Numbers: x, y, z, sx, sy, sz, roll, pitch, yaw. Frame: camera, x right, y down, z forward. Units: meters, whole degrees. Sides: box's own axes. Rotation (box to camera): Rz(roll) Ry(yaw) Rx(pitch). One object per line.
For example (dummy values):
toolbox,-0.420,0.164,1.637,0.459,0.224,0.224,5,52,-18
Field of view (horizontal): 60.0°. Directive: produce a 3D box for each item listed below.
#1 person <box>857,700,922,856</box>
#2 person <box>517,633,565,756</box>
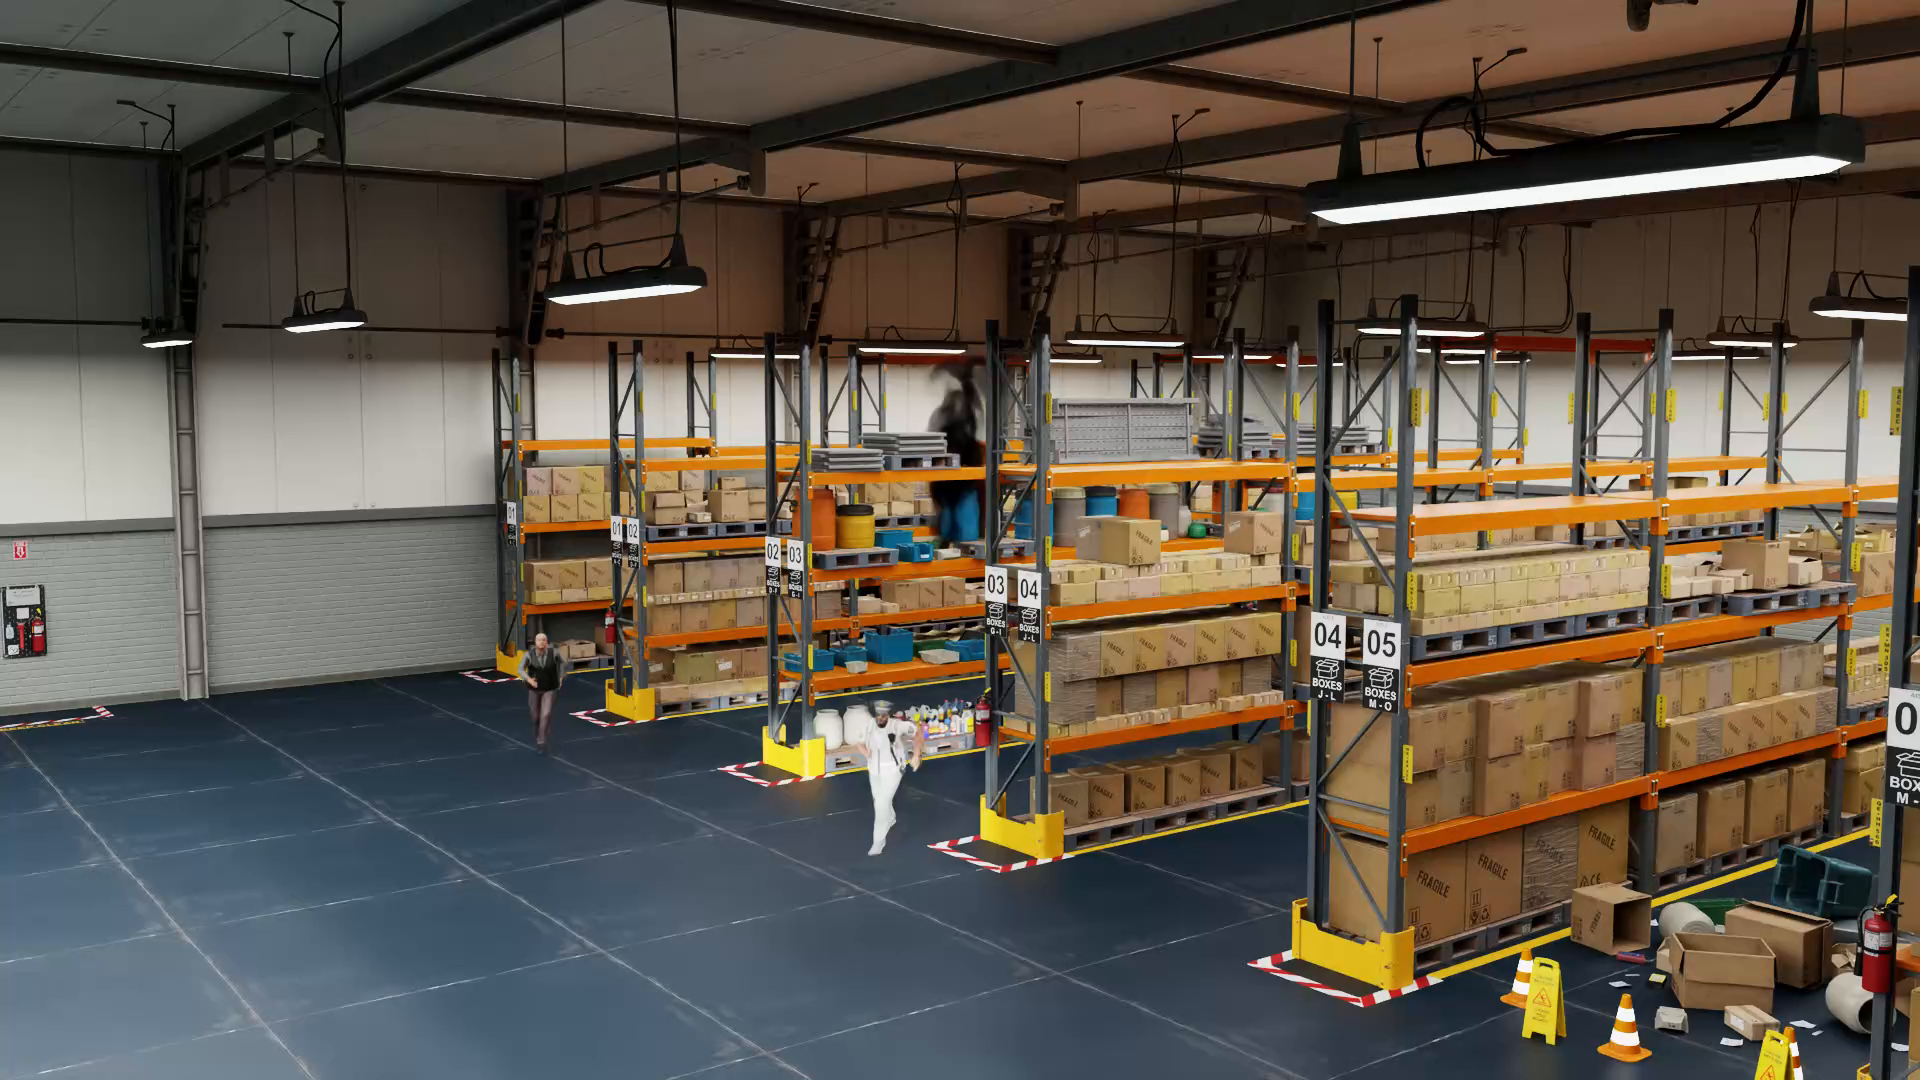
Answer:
person,-0.791,2.664,18.976,0.723,1.784,0.910,2,5,21
person,-6.078,2.195,24.170,0.681,1.716,0.974,-1,5,-15
